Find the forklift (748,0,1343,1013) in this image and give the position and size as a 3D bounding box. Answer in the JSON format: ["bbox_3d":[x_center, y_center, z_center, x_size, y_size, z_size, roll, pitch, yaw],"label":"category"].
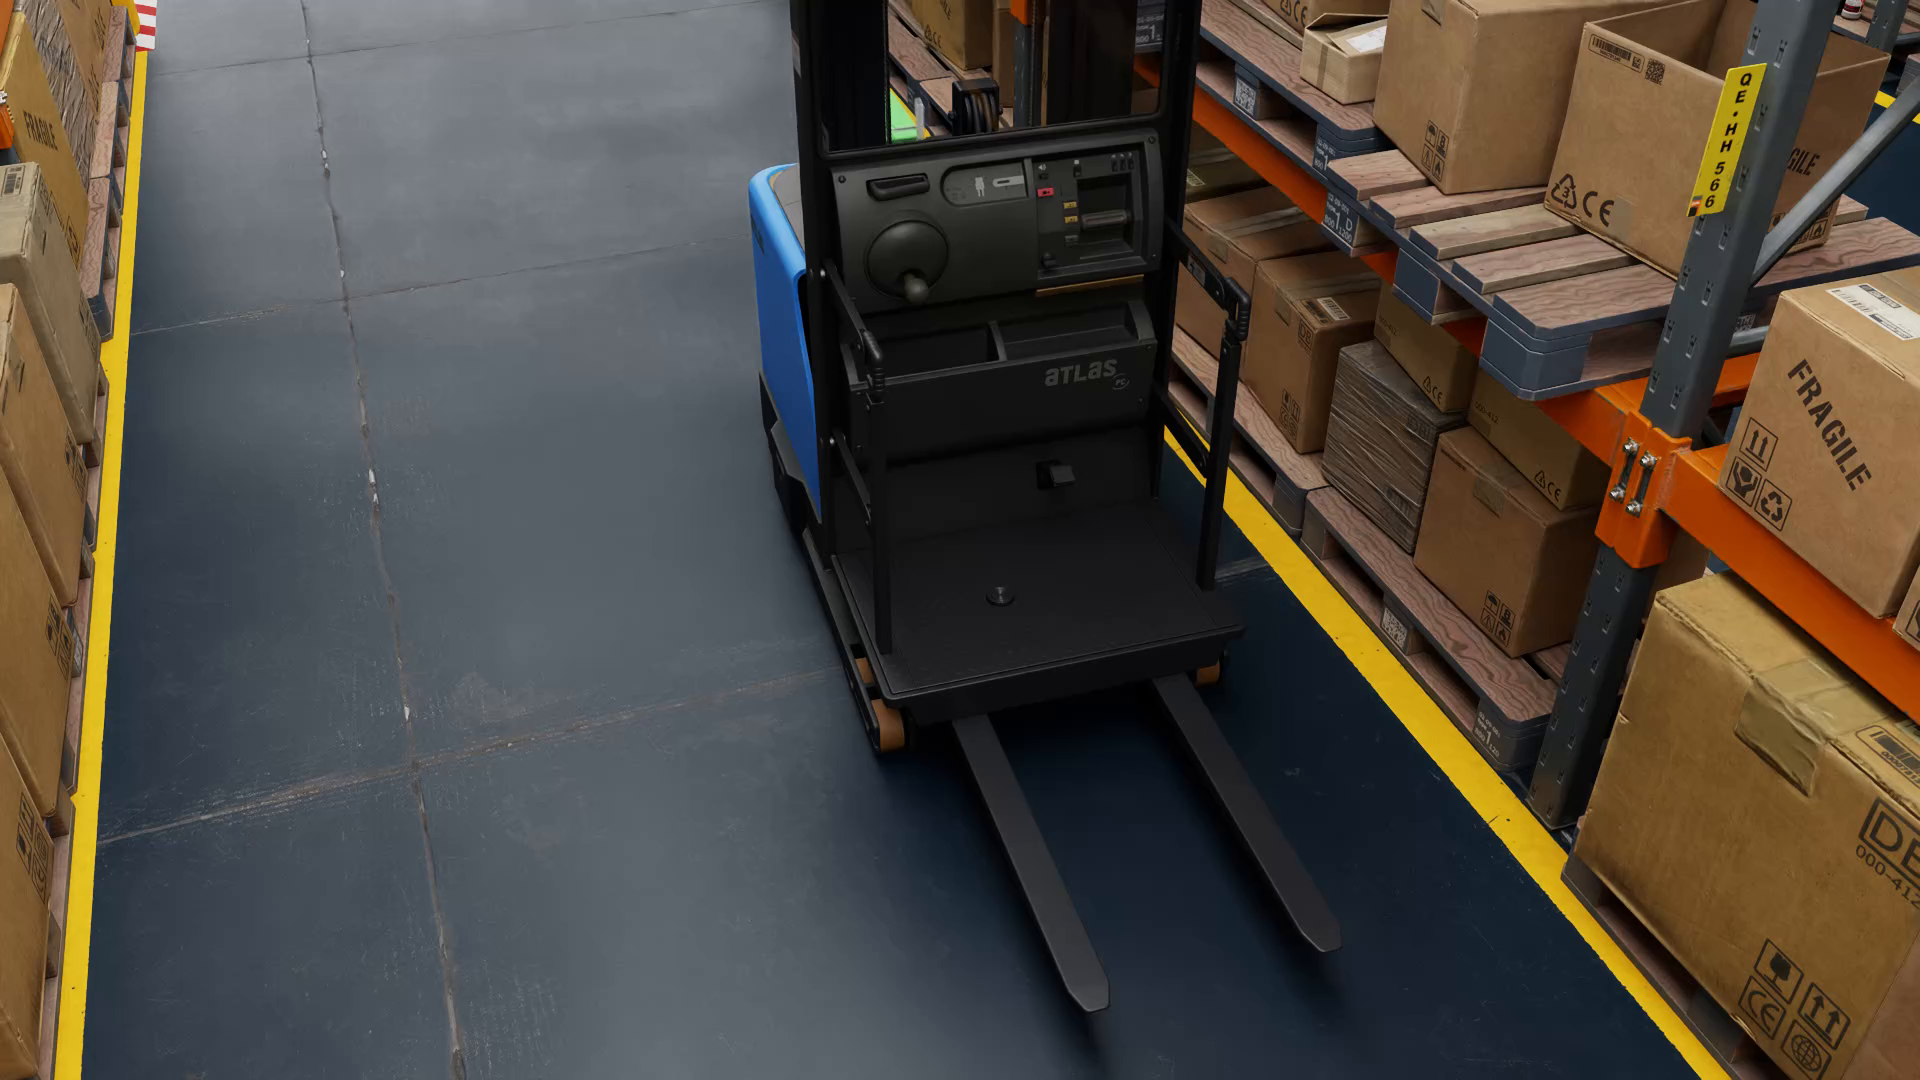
[{"bbox_3d":[0.179,-0.812,4.392,1.130,2.935,3.031,-10,38,-13],"label":"forklift"}]

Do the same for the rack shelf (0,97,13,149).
[{"bbox_3d":[-3.278,-0.387,4.369,1.077,0.370,4.000,-12,39,-16],"label":"rack shelf"}]

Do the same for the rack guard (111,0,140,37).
[{"bbox_3d":[-5.351,-3.079,9.422,1.175,0.500,0.348,-12,39,-16],"label":"rack guard"}]

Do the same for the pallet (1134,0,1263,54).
[{"bbox_3d":[0.852,-2.236,6.384,1.003,0.211,1.213,-12,39,-16],"label":"pallet"}]

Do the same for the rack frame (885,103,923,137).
[{"bbox_3d":[-0.246,-1.013,6.098,0.240,1.200,0.015,-10,38,-13],"label":"rack frame"}]

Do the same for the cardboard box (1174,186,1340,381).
[{"bbox_3d":[1.256,-1.011,6.311,0.700,0.500,0.500,-16,40,-20],"label":"cardboard box"}]

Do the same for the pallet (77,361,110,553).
[{"bbox_3d":[-3.630,-0.270,5.933,1.003,0.211,1.213,-12,39,-16],"label":"pallet"}]

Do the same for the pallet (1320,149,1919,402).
[{"bbox_3d":[1.756,-0.818,4.503,1.213,0.211,1.003,-12,39,-16],"label":"pallet"}]

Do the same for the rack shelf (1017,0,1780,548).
[{"bbox_3d":[1.413,-1.357,5.656,1.077,0.370,4.000,-12,39,-16],"label":"rack shelf"}]

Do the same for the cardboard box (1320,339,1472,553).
[{"bbox_3d":[1.649,-0.377,5.469,0.700,0.500,0.500,-16,40,-20],"label":"cardboard box"}]

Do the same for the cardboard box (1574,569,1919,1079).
[{"bbox_3d":[2.320,0.561,3.930,1.225,0.875,0.875,-14,39,-18],"label":"cardboard box"}]

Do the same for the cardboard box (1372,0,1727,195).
[{"bbox_3d":[1.592,-1.314,4.569,0.700,0.500,0.500,-7,38,-9],"label":"cardboard box"}]

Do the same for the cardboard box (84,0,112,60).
[{"bbox_3d":[-5.048,-3.014,8.675,0.875,0.875,0.875,-12,39,-16],"label":"cardboard box"}]

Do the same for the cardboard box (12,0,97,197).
[{"bbox_3d":[-4.431,-2.002,7.331,0.875,0.875,0.875,-12,39,-16],"label":"cardboard box"}]

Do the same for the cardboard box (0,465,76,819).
[{"bbox_3d":[-3.019,0.330,4.339,1.050,0.750,0.750,-12,39,-15],"label":"cardboard box"}]

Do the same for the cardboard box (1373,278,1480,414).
[{"bbox_3d":[1.651,-0.661,5.223,0.500,0.250,0.500,-8,38,-11],"label":"cardboard box"}]

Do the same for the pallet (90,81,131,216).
[{"bbox_3d":[-4.579,-1.827,8.000,1.003,0.211,1.213,-12,39,-16],"label":"pallet"}]

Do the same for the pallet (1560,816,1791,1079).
[{"bbox_3d":[2.302,1.060,4.167,1.003,0.211,1.213,-12,39,-16],"label":"pallet"}]

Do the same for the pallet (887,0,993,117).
[{"bbox_3d":[0.037,-2.723,9.189,1.003,0.211,1.213,-12,39,-16],"label":"pallet"}]

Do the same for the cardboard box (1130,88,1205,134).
[{"bbox_3d":[0.916,-1.600,7.093,0.700,0.500,0.500,-15,40,-19],"label":"cardboard box"}]

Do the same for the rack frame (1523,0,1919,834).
[{"bbox_3d":[2.102,-0.515,3.940,1.000,3.000,0.127,-12,39,-16],"label":"rack frame"}]

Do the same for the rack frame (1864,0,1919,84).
[{"bbox_3d":[5.376,-3.800,8.301,1.000,3.000,0.127,-12,39,-16],"label":"rack frame"}]

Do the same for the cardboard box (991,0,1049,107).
[{"bbox_3d":[0.421,-2.500,8.304,0.500,0.500,0.500,-1,37,-1],"label":"cardboard box"}]

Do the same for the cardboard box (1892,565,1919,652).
[{"bbox_3d":[2.193,0.067,3.084,0.500,0.500,0.500,-13,39,-17],"label":"cardboard box"}]

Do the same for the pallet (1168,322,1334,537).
[{"bbox_3d":[1.418,-0.531,6.279,1.003,0.211,1.213,-12,39,-16],"label":"pallet"}]

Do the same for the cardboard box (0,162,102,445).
[{"bbox_3d":[-3.669,-0.741,5.762,1.050,0.750,0.750,-13,39,-16],"label":"cardboard box"}]

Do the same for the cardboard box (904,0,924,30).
[{"bbox_3d":[-0.017,-3.159,9.179,0.500,0.500,0.500,-9,38,-12],"label":"cardboard box"}]

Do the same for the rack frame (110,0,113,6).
[{"bbox_3d":[-5.343,-4.064,8.652,1.000,3.000,0.127,-12,39,-16],"label":"rack frame"}]

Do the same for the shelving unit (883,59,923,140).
[{"bbox_3d":[-0.317,-1.154,6.284,0.258,1.200,0.503,-10,38,-13],"label":"shelving unit"}]

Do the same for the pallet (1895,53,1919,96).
[{"bbox_3d":[5.682,-2.250,8.562,1.003,0.211,1.213,-12,39,-16],"label":"pallet"}]

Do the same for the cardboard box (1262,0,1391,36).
[{"bbox_3d":[1.408,-2.023,5.508,0.797,0.503,0.637,-9,38,-11],"label":"cardboard box"}]

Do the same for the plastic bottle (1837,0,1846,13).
[{"bbox_3d":[4.900,-3.094,9.256,0.061,0.283,0.133,-11,38,-14],"label":"plastic bottle"}]

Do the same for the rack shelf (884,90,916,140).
[{"bbox_3d":[-0.317,-1.486,6.034,0.258,0.148,0.480,-10,38,-13],"label":"rack shelf"}]
